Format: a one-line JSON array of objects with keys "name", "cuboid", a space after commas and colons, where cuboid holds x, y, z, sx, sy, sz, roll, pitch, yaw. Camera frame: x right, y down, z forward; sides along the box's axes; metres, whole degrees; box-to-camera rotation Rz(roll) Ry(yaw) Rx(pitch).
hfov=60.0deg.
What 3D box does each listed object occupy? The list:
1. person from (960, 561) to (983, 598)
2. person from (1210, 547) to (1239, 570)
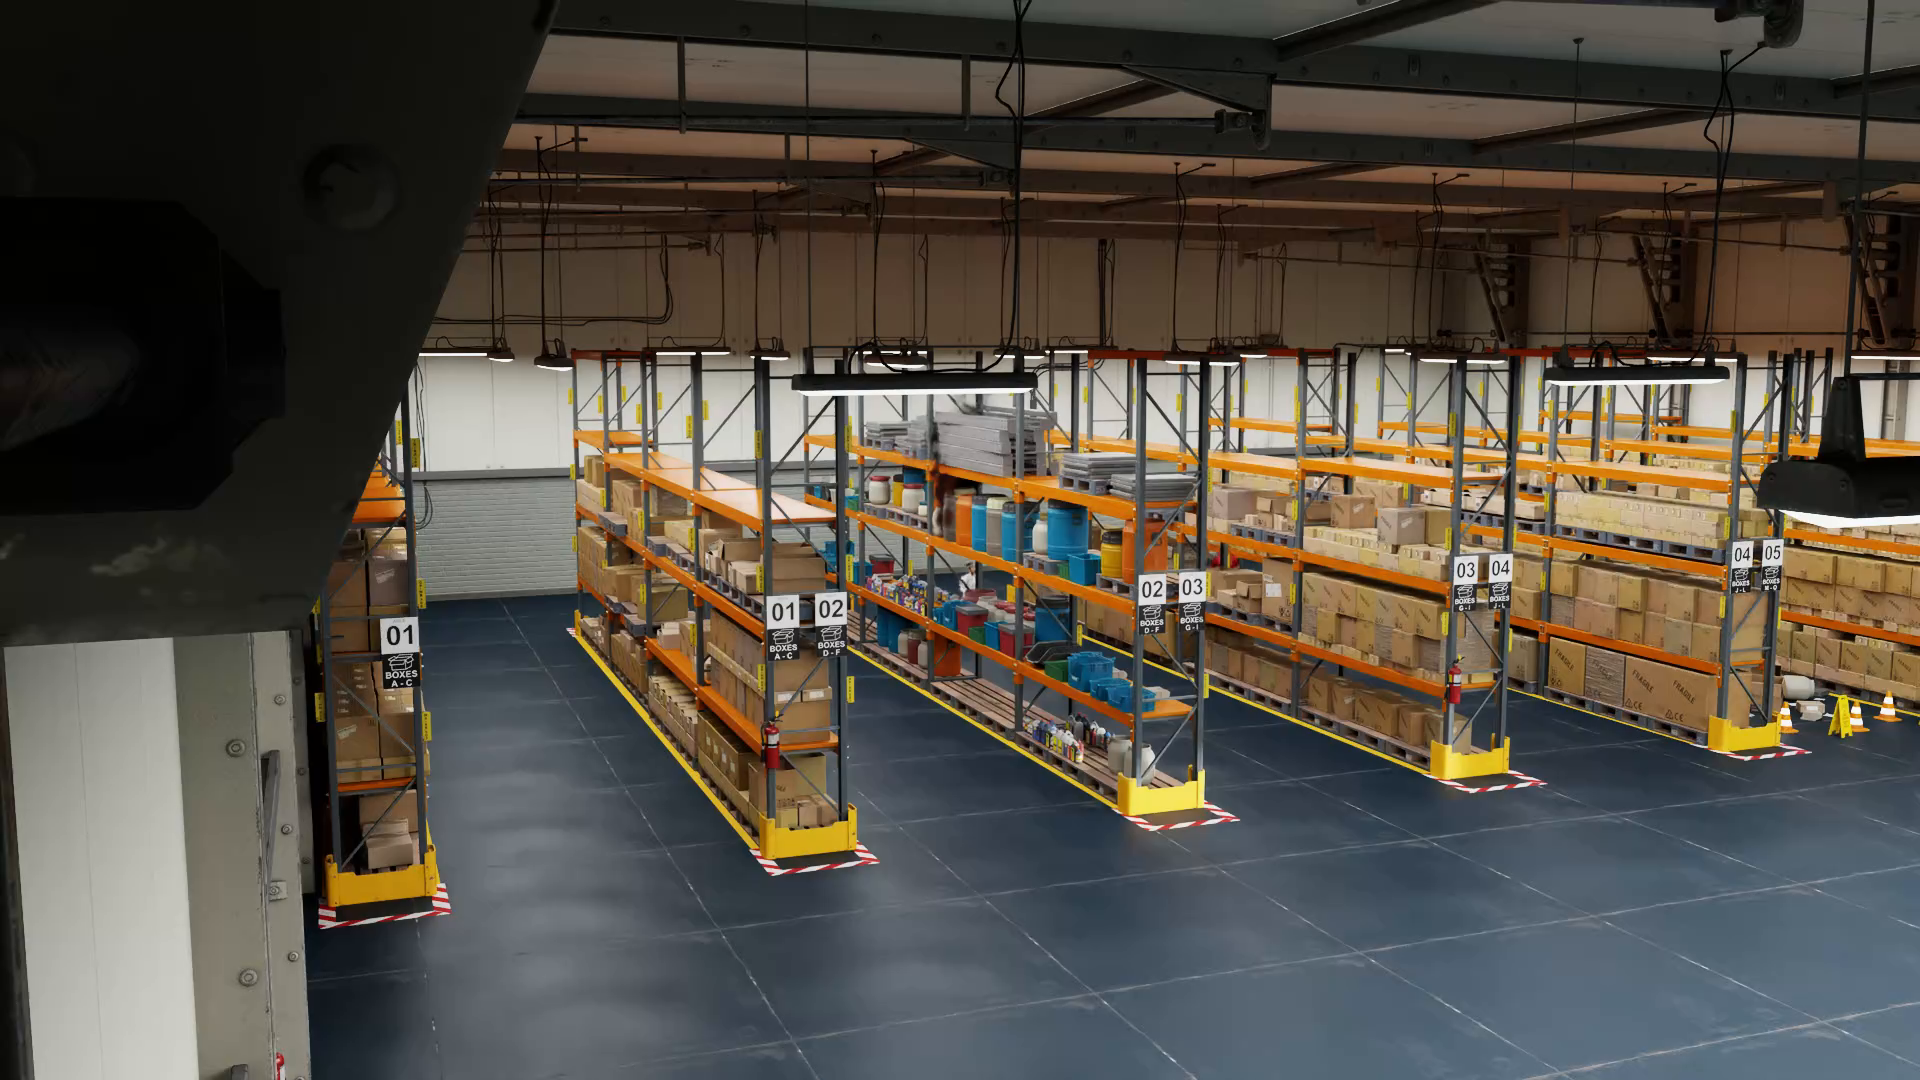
[{"name": "person", "cuboid": [0.241, 1.263, 34.131, 0.556, 1.725, 0.770, -3, 8, -22]}, {"name": "person", "cuboid": [5.834, 0.941, 36.697, 0.667, 1.730, 0.711, -1, 7, -11]}]
